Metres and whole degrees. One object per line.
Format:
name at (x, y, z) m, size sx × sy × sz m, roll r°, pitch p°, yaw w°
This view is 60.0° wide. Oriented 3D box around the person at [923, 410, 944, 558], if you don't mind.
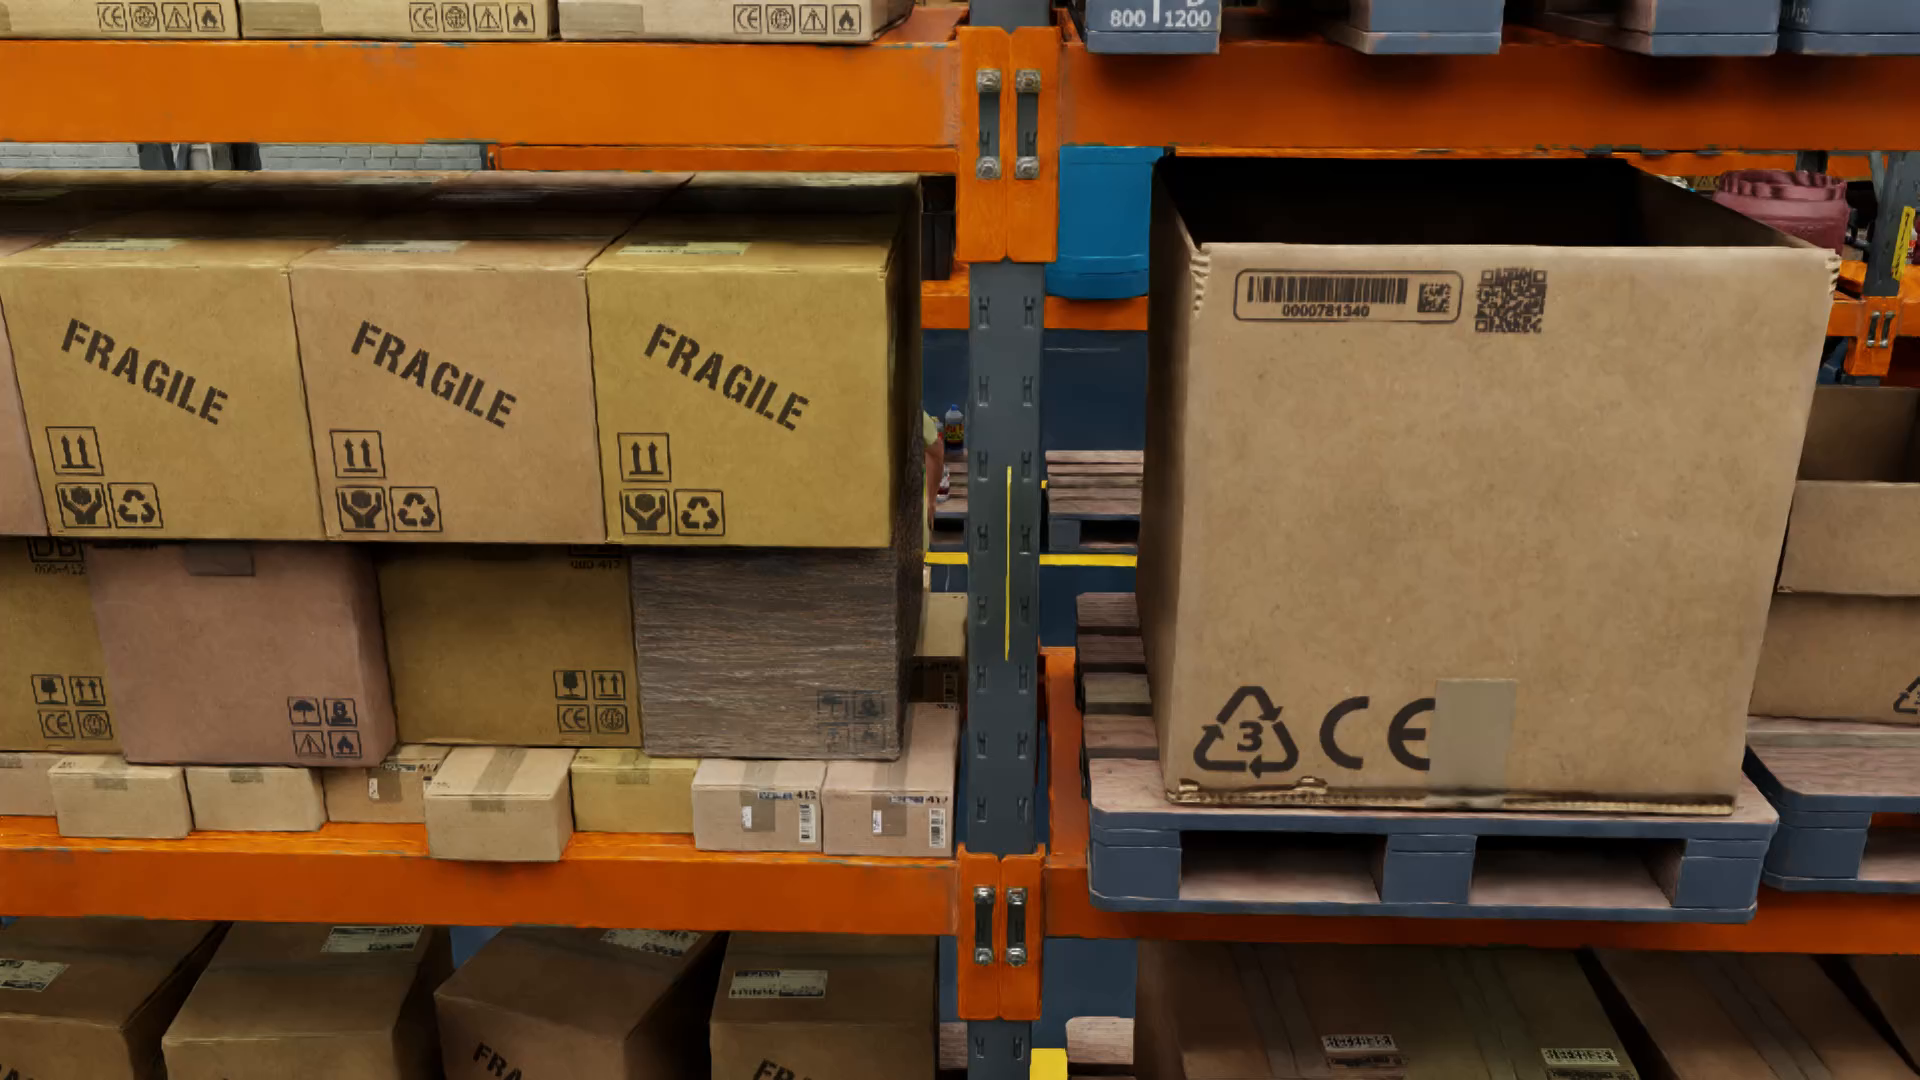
person at (-0.394, 0.003, 6.289) m, size 0.500 × 1.530 × 0.773 m, roll 10°, pitch 23°, yaw 24°
